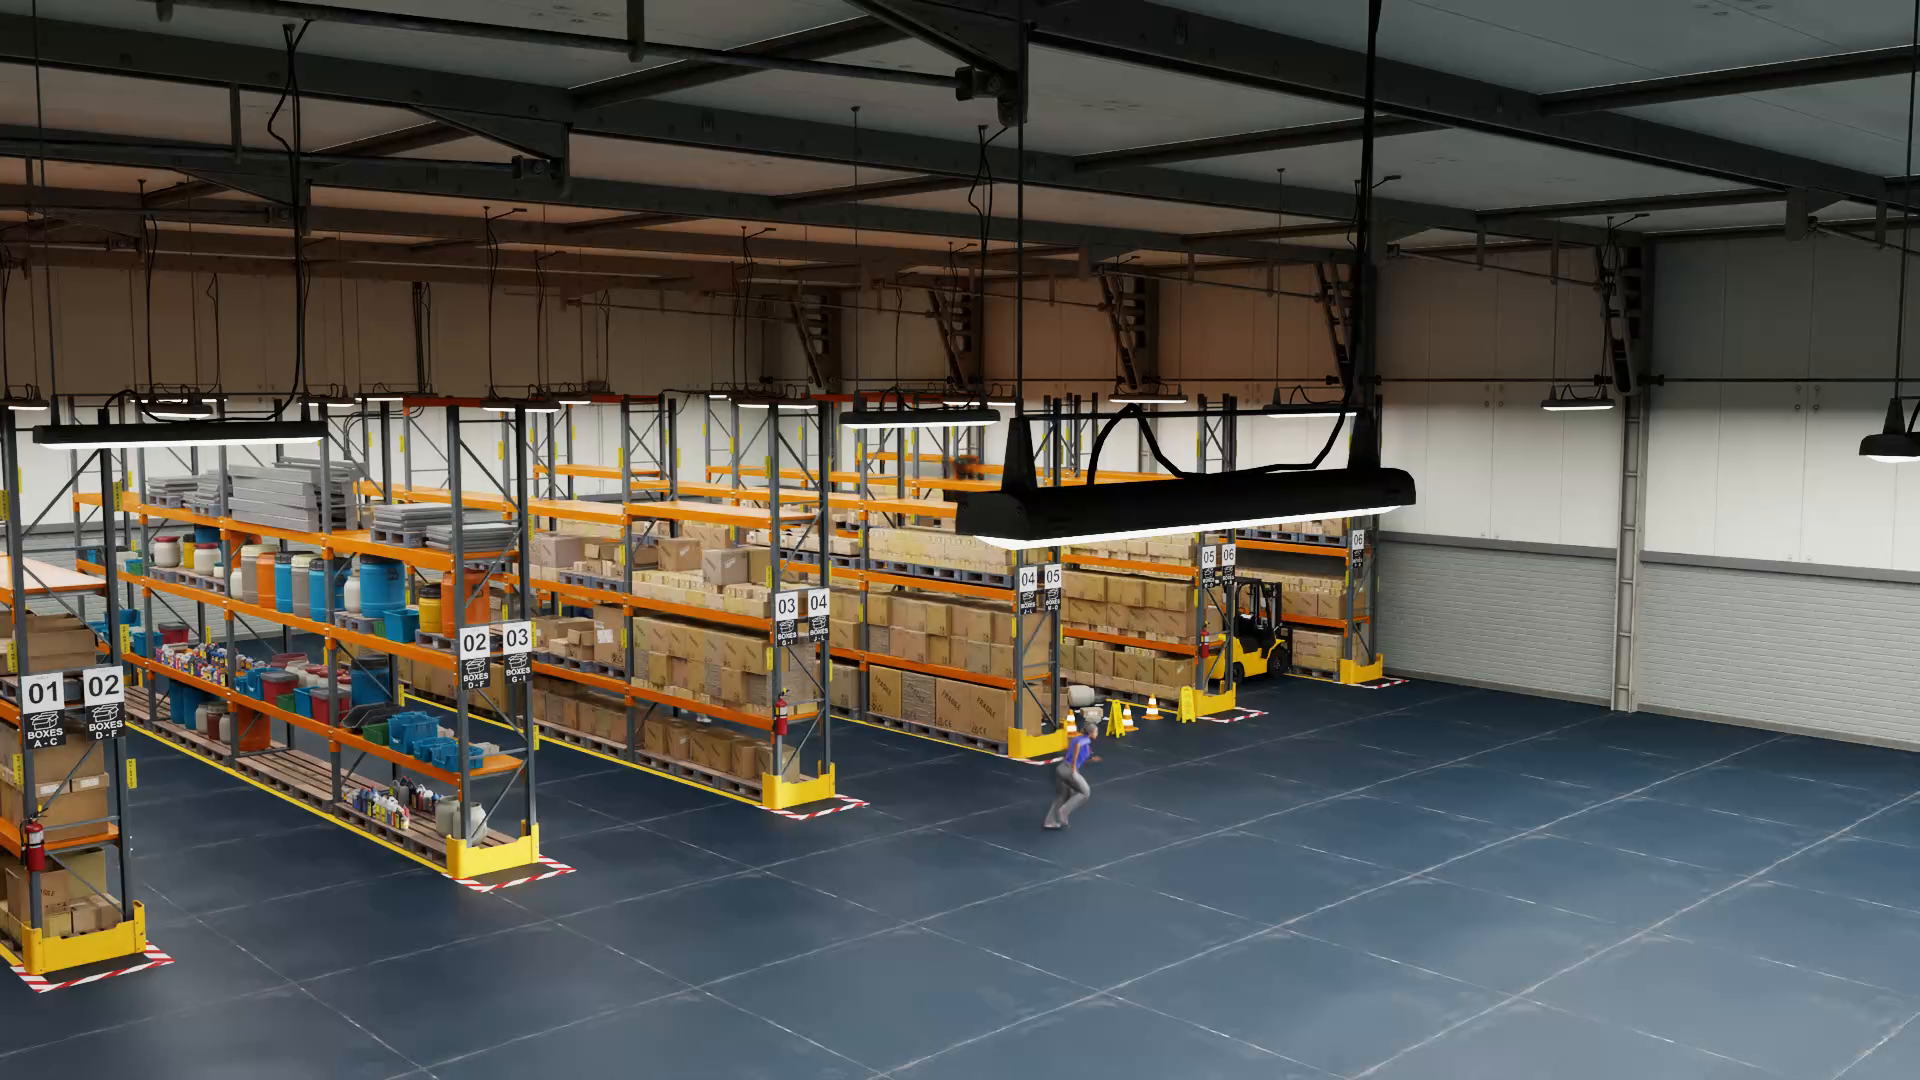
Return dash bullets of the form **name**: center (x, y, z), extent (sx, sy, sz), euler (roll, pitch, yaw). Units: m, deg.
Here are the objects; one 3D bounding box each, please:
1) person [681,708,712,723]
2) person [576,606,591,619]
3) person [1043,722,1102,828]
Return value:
- **person**: center (-4.885, 2.561, 30.751), extent (0.687, 1.622, 0.575), euler (3, 6, 26)
- **person**: center (-9.474, 1.513, 41.610), extent (0.596, 1.625, 0.919), euler (3, 6, 30)
- **person**: center (1.613, 3.324, 23.405), extent (0.882, 1.487, 0.609), euler (-2, 6, -16)
